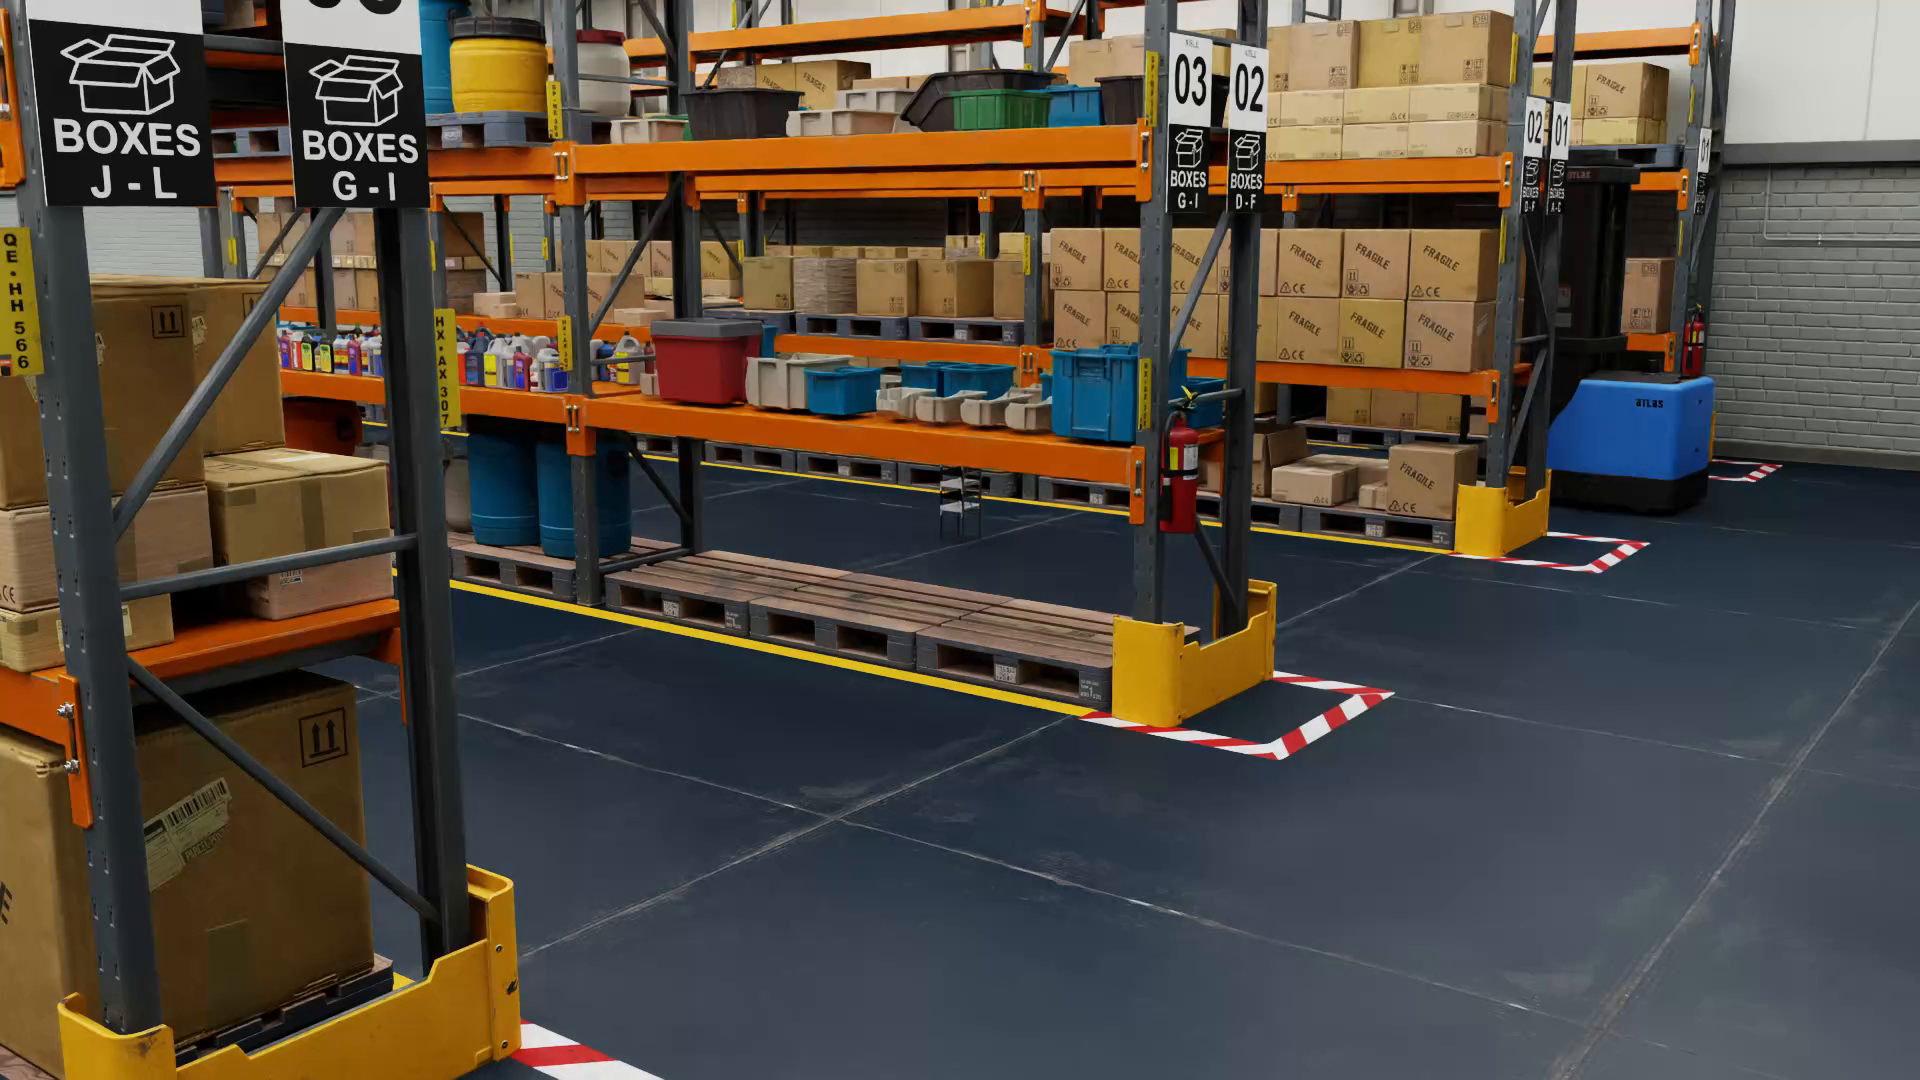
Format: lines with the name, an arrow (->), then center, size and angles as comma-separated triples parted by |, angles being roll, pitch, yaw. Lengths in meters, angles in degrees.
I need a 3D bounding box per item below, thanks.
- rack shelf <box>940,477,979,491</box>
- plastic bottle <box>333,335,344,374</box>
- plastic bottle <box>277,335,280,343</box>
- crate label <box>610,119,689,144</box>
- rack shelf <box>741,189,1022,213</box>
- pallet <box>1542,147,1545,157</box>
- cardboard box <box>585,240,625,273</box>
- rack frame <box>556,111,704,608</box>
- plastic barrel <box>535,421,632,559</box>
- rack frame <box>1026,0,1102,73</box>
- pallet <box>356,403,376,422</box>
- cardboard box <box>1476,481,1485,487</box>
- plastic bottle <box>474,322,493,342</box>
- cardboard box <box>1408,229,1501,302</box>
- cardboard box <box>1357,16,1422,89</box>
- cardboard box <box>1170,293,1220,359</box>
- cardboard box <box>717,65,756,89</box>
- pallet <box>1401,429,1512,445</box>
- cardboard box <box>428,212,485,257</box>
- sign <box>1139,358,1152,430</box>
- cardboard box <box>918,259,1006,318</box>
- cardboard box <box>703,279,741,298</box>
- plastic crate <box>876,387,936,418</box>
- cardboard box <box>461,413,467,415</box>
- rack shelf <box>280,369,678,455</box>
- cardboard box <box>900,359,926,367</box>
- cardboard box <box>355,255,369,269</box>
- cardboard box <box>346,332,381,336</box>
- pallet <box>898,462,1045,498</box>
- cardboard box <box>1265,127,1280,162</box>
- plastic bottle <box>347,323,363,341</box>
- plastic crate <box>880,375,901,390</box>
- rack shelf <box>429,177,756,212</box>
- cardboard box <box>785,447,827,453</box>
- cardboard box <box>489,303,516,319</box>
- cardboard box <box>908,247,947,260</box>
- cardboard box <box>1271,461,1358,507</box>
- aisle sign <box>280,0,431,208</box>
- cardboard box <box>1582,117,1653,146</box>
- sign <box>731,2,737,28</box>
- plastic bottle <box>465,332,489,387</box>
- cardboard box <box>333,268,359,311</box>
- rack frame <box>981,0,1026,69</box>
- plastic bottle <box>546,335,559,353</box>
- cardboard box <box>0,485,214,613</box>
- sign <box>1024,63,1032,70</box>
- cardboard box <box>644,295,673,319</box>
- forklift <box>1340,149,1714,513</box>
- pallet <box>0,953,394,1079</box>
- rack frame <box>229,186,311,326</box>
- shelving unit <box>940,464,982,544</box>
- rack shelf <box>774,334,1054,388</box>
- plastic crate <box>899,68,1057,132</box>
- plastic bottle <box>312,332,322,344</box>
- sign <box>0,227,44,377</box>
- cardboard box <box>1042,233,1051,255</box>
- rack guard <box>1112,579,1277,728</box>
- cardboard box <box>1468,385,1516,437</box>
rack shelf -> 0.007, -0.408, 12.446 | 0.200, 0.077, 0.258 | 8, 13, 36
plastic bottle -> -4.377, -1.311, 11.748 | 0.097, 0.271, 0.097 | 0, 11, 0
plastic bottle -> -5.043, -1.404, 12.228 | 0.097, 0.271, 0.097 | 0, 11, 0
crate label -> -1.830, -2.377, 9.715 | 0.466, 0.136, 0.293 | 8, 13, 36
rack shelf -> -1.026, -4.444, 21.598 | 4.000, 0.370, 1.077 | 8, 13, 36
pallet -> 5.443, -3.848, 16.858 | 1.213, 0.211, 1.003 | 8, 13, 36
cardboard box -> -5.262, -4.146, 24.432 | 0.500, 0.500, 0.500 | 8, 14, 36
rack frame -> -2.054, -1.133, 10.488 | 0.127, 3.000, 1.000 | 8, 13, 36
plastic barrel -> -2.482, -0.373, 10.977 | 0.708, 0.901, 0.600 | 8, 13, 36
rack frame -> 0.881, -4.836, 13.836 | 0.127, 3.000, 1.000 | 8, 13, 36
pallet -> -7.170, -1.654, 20.523 | 1.213, 0.211, 1.003 | 8, 13, 36
cardboard box -> 3.971, -0.357, 12.825 | 0.250, 0.149, 0.380 | 8, 13, 36
plastic bottle -> -3.418, -1.390, 11.945 | 0.185, 0.351, 0.144 | 8, 13, 36
cardboard box -> 3.584, -1.989, 12.018 | 0.500, 0.500, 0.500 | 8, 13, 35
cardboard box -> 3.329, -3.578, 12.335 | 0.500, 0.500, 0.700 | 8, 13, 36
cardboard box -> 1.947, -1.727, 13.297 | 0.500, 0.500, 0.500 | 8, 13, 35
cardboard box -> -1.995, -4.303, 16.082 | 0.500, 0.500, 0.500 | 8, 13, 36
pallet -> 5.364, -1.046, 17.380 | 1.213, 0.211, 1.003 | 8, 13, 36
cardboard box -> -5.928, -3.525, 19.175 | 0.500, 0.500, 0.700 | 8, 14, 36
sign -> 0.858, -0.677, 7.703 | 0.005, 0.325, 0.100 | 8, 13, 36
cardboard box -> 0.040, -2.301, 15.158 | 0.700, 0.500, 0.500 | -11, 15, -44
cardboard box -> -3.199, -3.492, 23.024 | 0.500, 0.250, 0.500 | 8, 14, 36
plastic crate -> -0.308, -0.740, 8.993 | 0.250, 0.136, 0.298 | 8, 13, 36
cardboard box -> -5.388, -1.563, 18.845 | 0.500, 0.250, 0.500 | 8, 13, 34
rack shelf -> -3.666, -1.004, 11.719 | 4.000, 0.370, 1.077 | 8, 13, 36
cardboard box -> -0.371, -2.237, 21.616 | 0.500, 0.500, 0.700 | 8, 13, 35
cardboard box -> -6.935, -3.298, 19.711 | 0.250, 0.149, 0.380 | 8, 14, 37
cardboard box -> -7.368, -2.339, 20.883 | 0.500, 0.500, 0.500 | 8, 13, 36
pallet -> 0.203, -0.607, 15.113 | 1.213, 0.211, 1.003 | 8, 13, 36
cardboard box -> 2.334, -3.028, 12.783 | 0.500, 0.250, 0.500 | 8, 13, 36
plastic bottle -> -4.699, -1.545, 12.926 | 0.133, 0.283, 0.061 | 8, 13, 36
plastic crate -> -0.472, -0.883, 9.733 | 0.466, 0.136, 0.293 | 8, 13, 36
rack shelf -> -3.955, -3.685, 17.676 | 4.000, 0.370, 1.077 | 8, 13, 36
cardboard box -> -1.318, -1.119, 15.840 | 0.500, 0.500, 0.500 | 8, 13, 35
cardboard box -> -4.974, -2.536, 18.402 | 0.250, 0.149, 0.380 | 8, 13, 36
cardboard box -> -0.265, -3.474, 21.169 | 0.500, 0.500, 0.700 | 6, 13, 30
cardboard box -> 2.773, -0.442, 12.997 | 0.500, 0.250, 0.500 | 8, 13, 36
aisle sign -> -1.526, -1.239, 4.193 | 0.004, 0.787, 0.394 | 8, 13, 36
cardboard box -> 6.287, -3.896, 15.899 | 0.500, 0.250, 0.500 | 8, 14, 37
sign -> -2.974, -6.911, 21.892 | 0.005, 0.325, 0.100 | 8, 13, 36
plastic bottle -> -3.137, -1.183, 10.875 | 0.185, 0.351, 0.144 | 8, 13, 36
cardboard box -> -7.173, -3.061, 20.191 | 0.500, 0.500, 0.700 | 8, 14, 37
rack frame -> 0.586, -6.045, 20.082 | 0.127, 3.000, 1.000 | 8, 13, 36
plastic bottle -> -2.813, -1.282, 11.566 | 0.133, 0.283, 0.061 | 8, 13, 36
cardboard box -> -2.309, -0.011, 4.302 | 0.500, 0.250, 0.500 | 8, 13, 35
sign -> 0.556, -3.725, 13.593 | 0.005, 0.325, 0.100 | 8, 13, 36
cardboard box -> -2.949, -2.427, 17.412 | 0.500, 0.311, 0.500 | 8, 13, 35
forklift -> 4.893, -1.868, 14.467 | 3.031, 2.935, 1.130 | 9, 14, 39
pallet -> -2.452, 1.366, 4.912 | 1.213, 0.211, 1.003 | 8, 13, 36
rack frame -> -8.791, -3.240, 21.379 | 0.127, 3.000, 1.000 | 8, 13, 36
shelving unit -> 0.007, -0.441, 12.439 | 0.210, 0.900, 0.258 | 8, 13, 36
rack shelf -> -0.731, -1.762, 15.636 | 4.000, 0.370, 1.077 | 8, 13, 36
plastic crate -> 0.102, -2.339, 8.990 | 0.767, 0.338, 0.504 | 8, 13, 36
plastic bottle -> -4.634, -1.361, 12.008 | 0.097, 0.271, 0.097 | 0, 11, 0
sign -> -2.094, -0.528, 3.690 | 0.005, 0.325, 0.100 | 8, 13, 36
cardboard box -> 1.233, -3.522, 19.762 | 0.500, 0.250, 0.500 | 8, 13, 35
rack guard -> 1.197, 0.545, 8.397 | 0.348, 0.500, 1.175 | 8, 13, 36
cardboard box -> 5.602, -1.355, 17.111 | 0.500, 0.500, 0.700 | 7, 13, 34
